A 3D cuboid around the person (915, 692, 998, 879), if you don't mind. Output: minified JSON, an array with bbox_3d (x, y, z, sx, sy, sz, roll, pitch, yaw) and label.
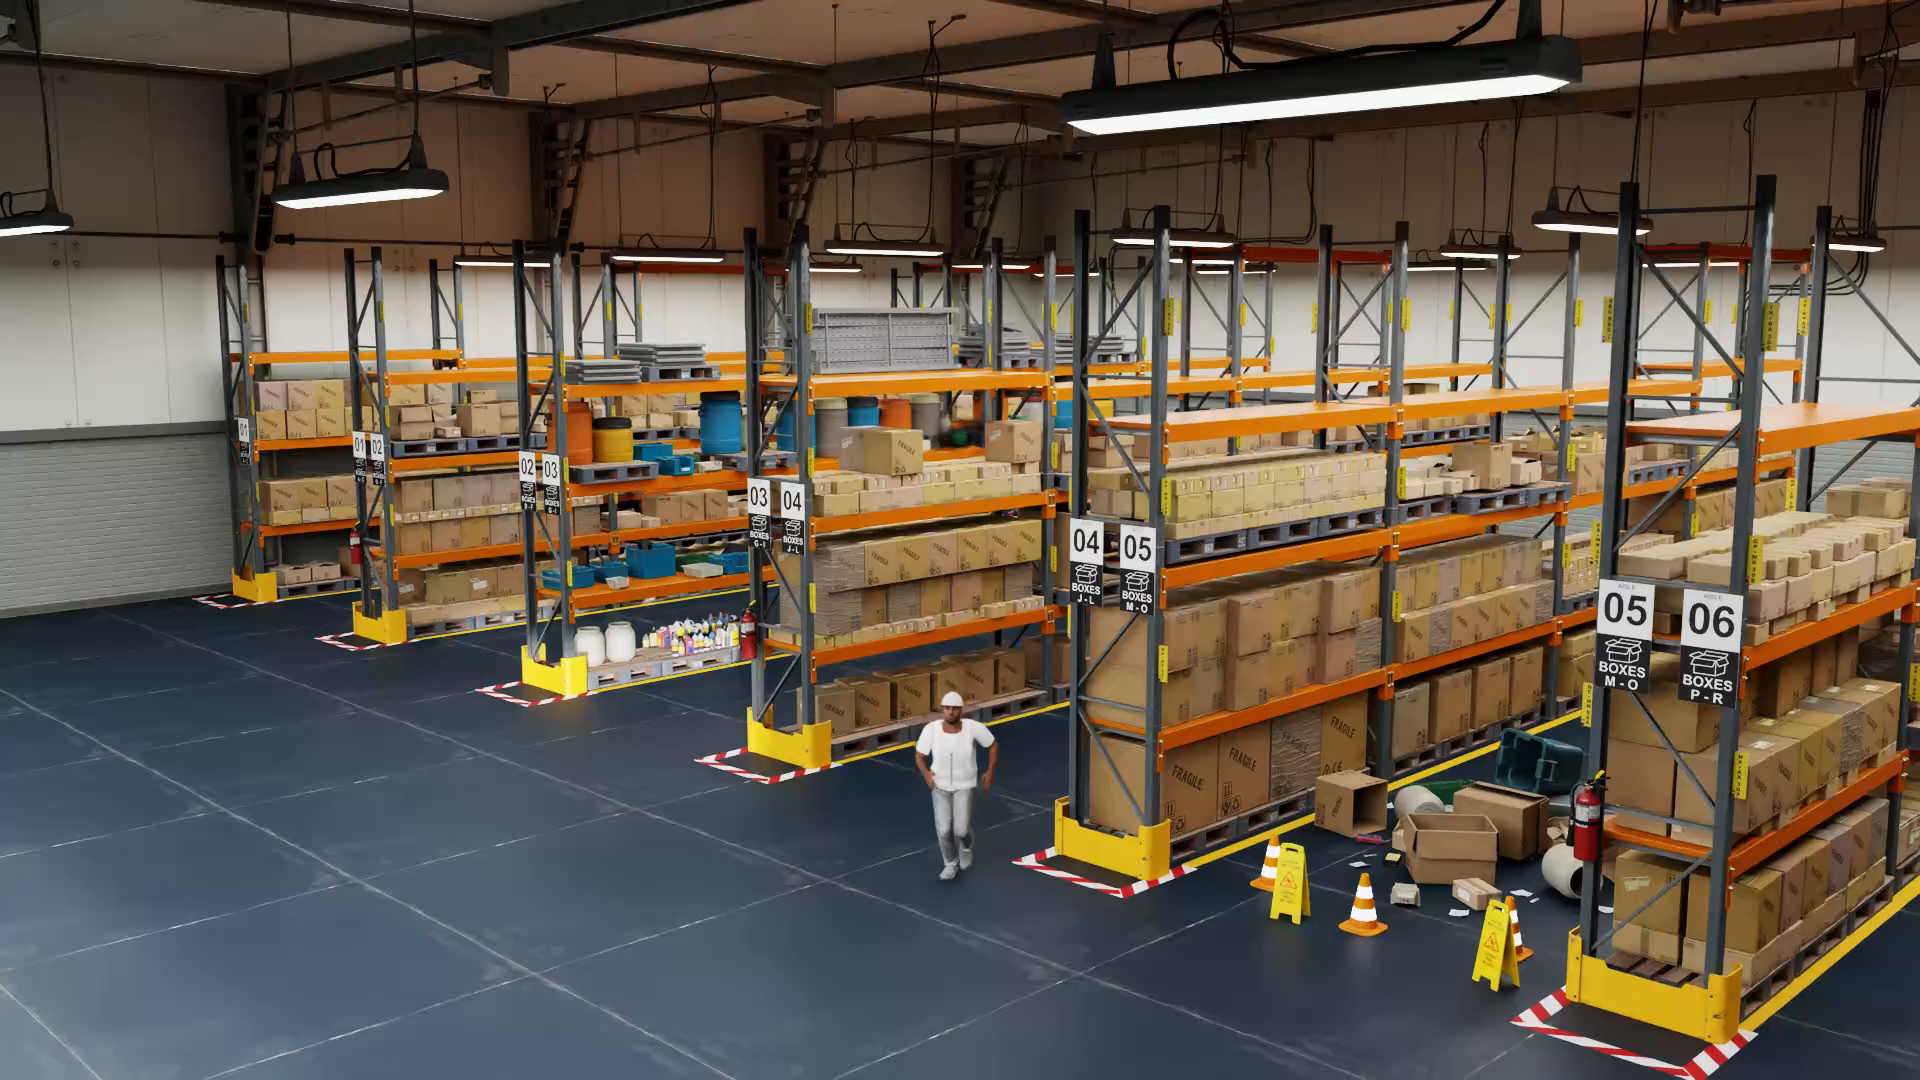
[{"bbox_3d":[-0.045,2.209,14.913,0.738,1.725,0.594,1,8,6],"label":"person"}]
